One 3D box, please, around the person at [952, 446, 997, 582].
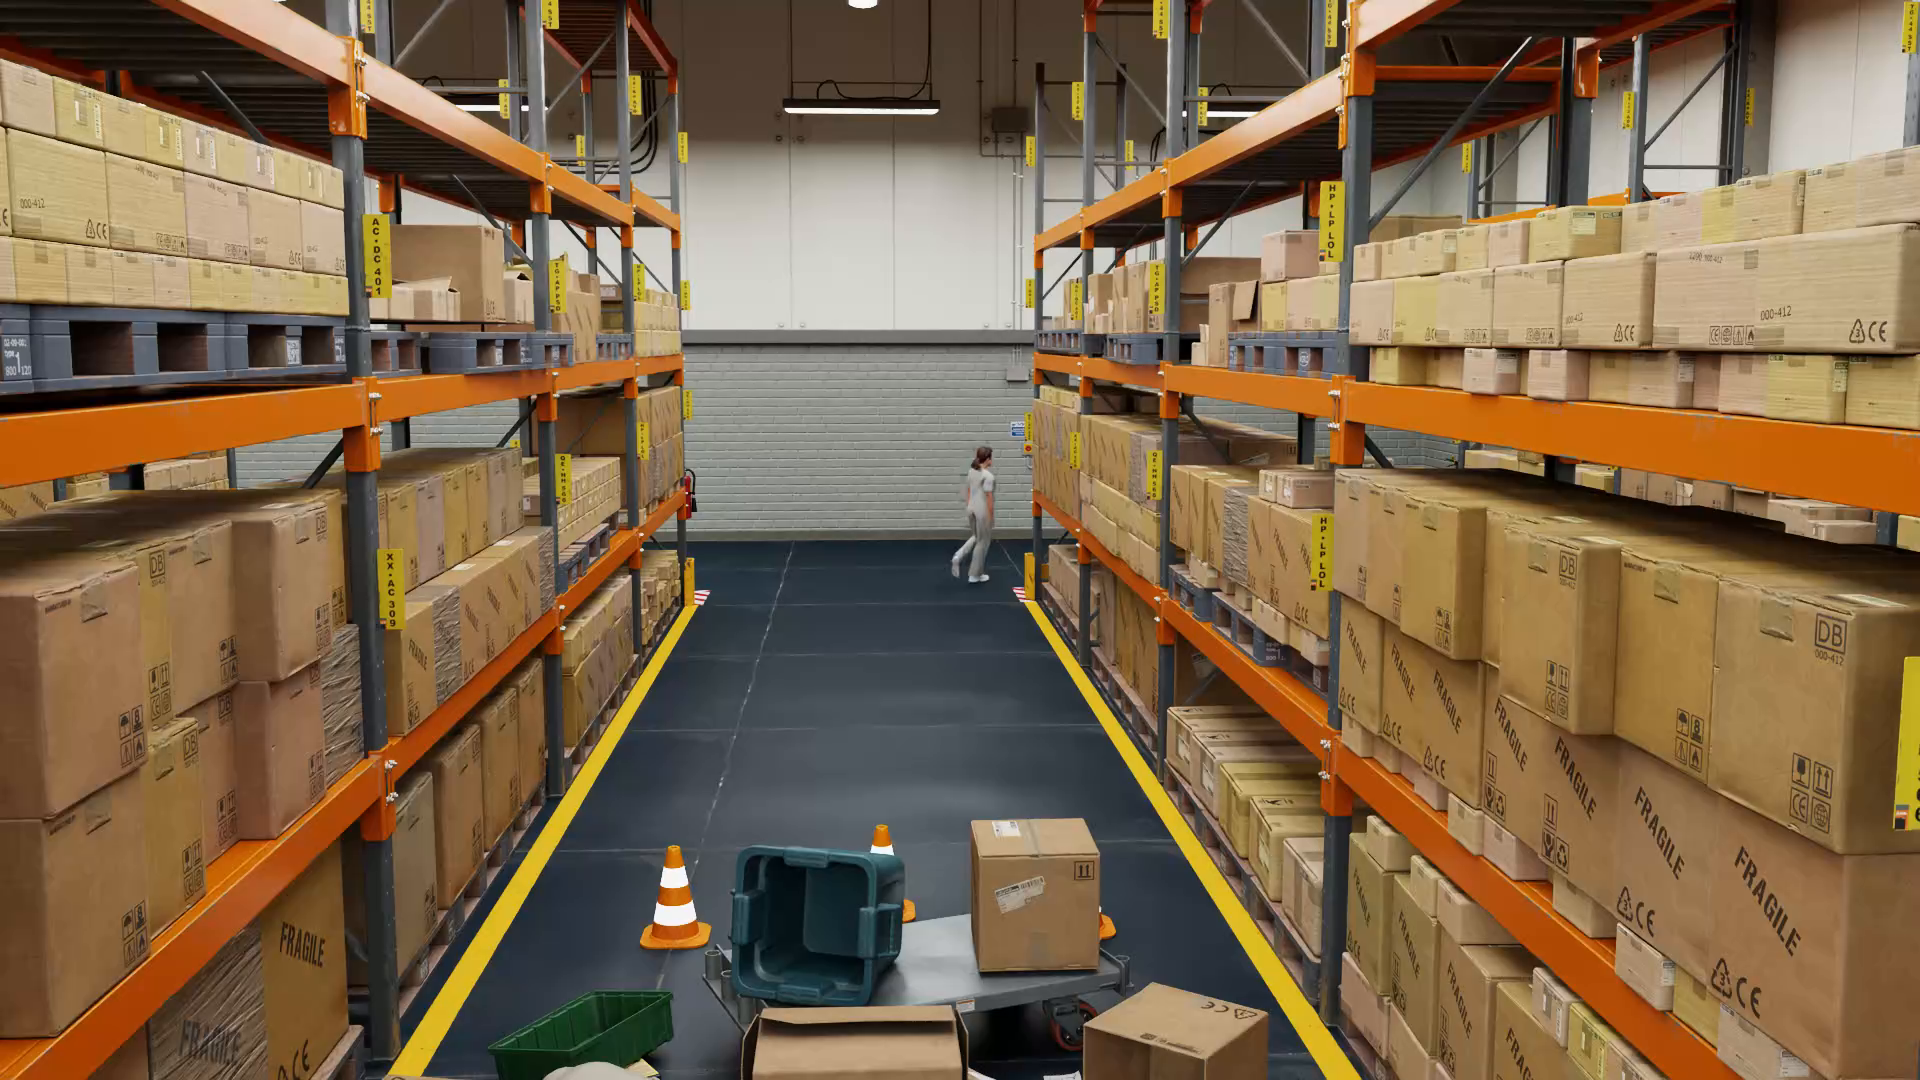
[{"bbox_3d":[0.214,-0.310,20.124,0.509,1.656,0.532,-6,9,-40],"label":"person"}]
